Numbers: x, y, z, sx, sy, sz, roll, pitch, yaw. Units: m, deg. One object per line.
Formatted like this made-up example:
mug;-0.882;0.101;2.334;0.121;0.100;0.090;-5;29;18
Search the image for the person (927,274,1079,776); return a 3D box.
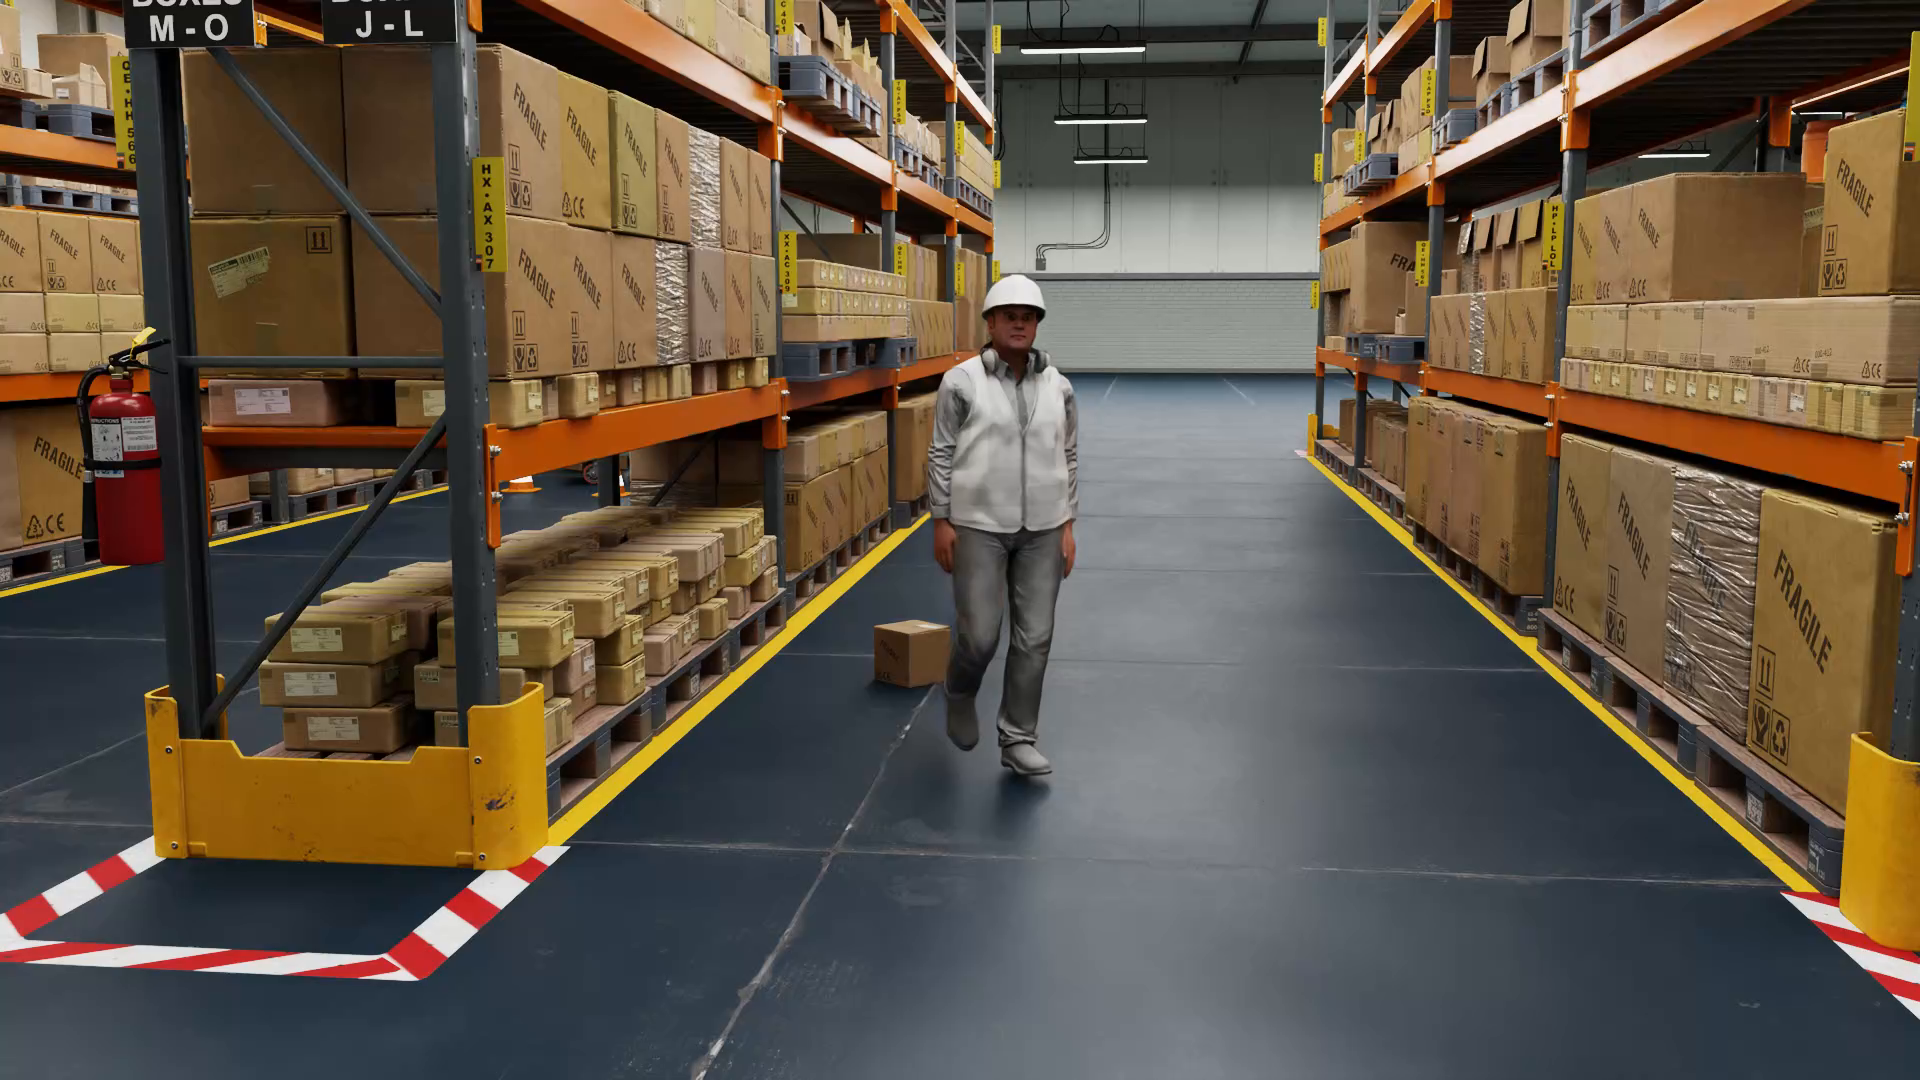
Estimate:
person;0.147;-0.060;5.961;0.547;1.763;0.556;-2;8;-18
